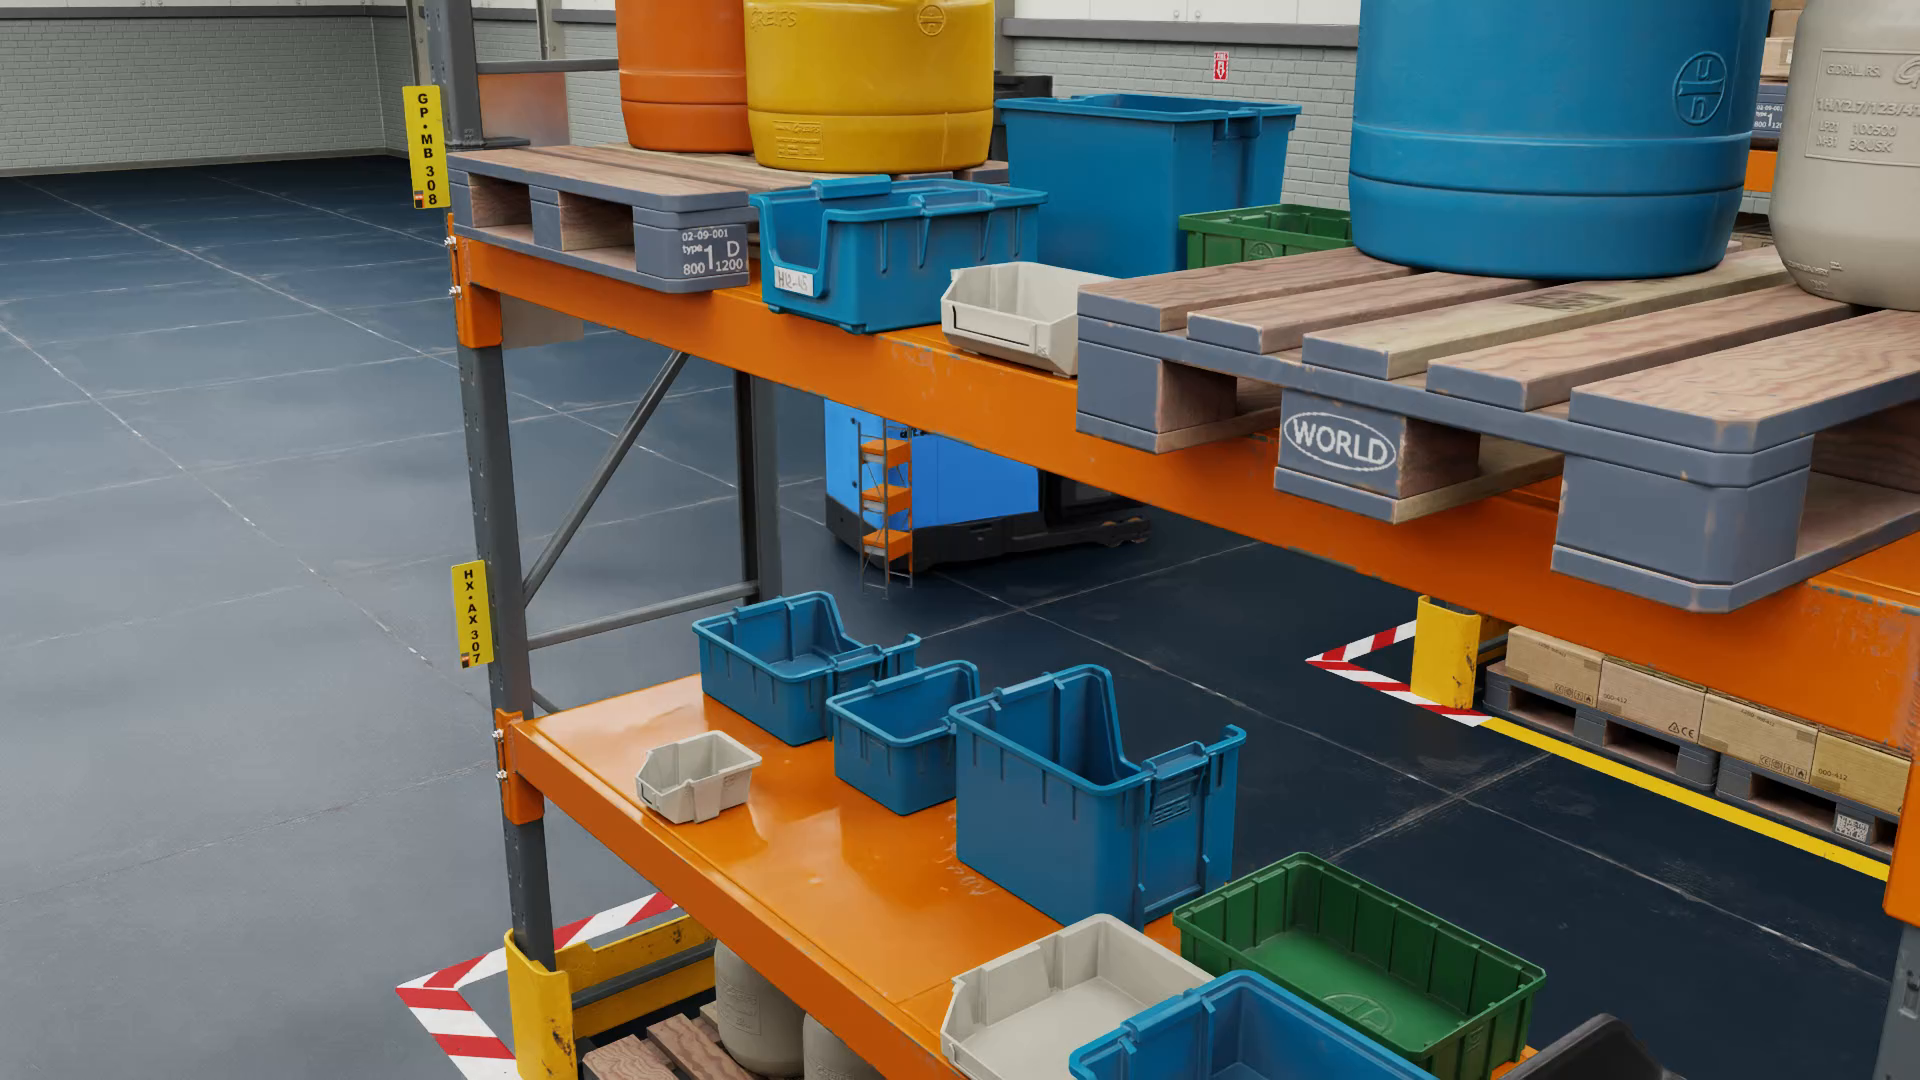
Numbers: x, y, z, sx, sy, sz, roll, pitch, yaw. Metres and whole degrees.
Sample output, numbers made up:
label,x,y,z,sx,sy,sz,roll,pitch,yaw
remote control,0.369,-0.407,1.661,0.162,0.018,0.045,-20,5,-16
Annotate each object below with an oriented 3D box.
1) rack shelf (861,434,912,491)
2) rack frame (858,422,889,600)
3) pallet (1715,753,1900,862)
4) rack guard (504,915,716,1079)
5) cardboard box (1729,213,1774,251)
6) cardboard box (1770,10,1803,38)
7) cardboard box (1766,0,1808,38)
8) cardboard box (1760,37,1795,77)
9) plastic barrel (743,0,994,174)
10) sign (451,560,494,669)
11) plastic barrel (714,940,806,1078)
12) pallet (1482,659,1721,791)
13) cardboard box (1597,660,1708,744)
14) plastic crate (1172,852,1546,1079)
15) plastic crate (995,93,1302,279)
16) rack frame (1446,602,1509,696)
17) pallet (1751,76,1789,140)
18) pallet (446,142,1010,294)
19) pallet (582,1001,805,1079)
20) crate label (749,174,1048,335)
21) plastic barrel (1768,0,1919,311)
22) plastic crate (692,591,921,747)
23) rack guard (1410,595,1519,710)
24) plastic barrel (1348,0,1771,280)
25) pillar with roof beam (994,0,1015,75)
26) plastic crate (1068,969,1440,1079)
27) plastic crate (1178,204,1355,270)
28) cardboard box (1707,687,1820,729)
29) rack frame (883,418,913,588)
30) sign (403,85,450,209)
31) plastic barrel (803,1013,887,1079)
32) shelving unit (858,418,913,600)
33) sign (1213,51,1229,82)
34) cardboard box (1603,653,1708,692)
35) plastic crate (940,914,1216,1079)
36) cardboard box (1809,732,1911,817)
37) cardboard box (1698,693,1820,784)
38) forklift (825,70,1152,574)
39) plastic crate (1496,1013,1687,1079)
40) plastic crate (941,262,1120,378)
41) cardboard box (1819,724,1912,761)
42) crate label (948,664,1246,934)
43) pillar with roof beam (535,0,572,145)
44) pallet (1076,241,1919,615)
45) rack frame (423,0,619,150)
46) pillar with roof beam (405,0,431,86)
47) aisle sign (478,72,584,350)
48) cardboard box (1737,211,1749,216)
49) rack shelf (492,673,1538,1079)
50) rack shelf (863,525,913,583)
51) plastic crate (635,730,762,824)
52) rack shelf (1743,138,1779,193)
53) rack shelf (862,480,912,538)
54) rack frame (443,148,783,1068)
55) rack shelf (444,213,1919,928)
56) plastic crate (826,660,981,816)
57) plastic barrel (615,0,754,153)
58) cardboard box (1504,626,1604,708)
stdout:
label,x,y,z,sx,sy,sz,roll,pitch,yaw
rack shelf,-0.437,-0.452,9.689,0.215,0.259,0.240,12,22,32
rack frame,-0.504,-0.161,9.679,0.200,1.050,0.008,12,22,32
pallet,4.122,1.087,7.244,1.003,0.211,1.213,-14,23,-36
rack guard,-0.940,1.444,5.705,1.175,0.500,0.348,-14,23,-36
cardboard box,3.505,-1.122,7.256,0.700,0.500,0.500,-15,23,-38
cardboard box,3.783,-2.104,7.020,0.500,0.250,0.500,-14,23,-36
cardboard box,3.215,-2.314,7.252,0.797,0.503,0.637,-12,22,-32
cardboard box,3.454,-1.964,6.758,0.380,0.149,0.250,-14,23,-36
plastic barrel,-0.216,-1.208,4.000,0.600,0.588,0.600,0,18,0
sign,-1.458,0.223,4.976,0.100,0.325,0.005,-14,23,-36
plastic barrel,-0.555,1.377,5.221,0.421,0.512,0.421,0,18,0
pallet,3.369,0.786,8.152,1.003,0.211,1.213,-14,23,-36
cardboard box,3.333,0.686,7.724,0.500,0.250,0.500,-14,23,-36
plastic crate,0.838,0.945,3.574,0.450,0.188,0.662,-14,23,-36
plastic crate,0.396,-0.757,3.630,0.392,0.384,0.575,-14,23,-36
rack frame,2.861,-0.718,8.258,1.000,3.000,0.127,-14,23,-36
pallet,3.280,-1.920,7.259,1.003,0.211,1.213,-14,23,-36
pallet,-0.587,-0.863,4.226,1.003,0.211,1.213,-14,23,-36
pallet,-0.439,1.783,5.143,1.003,0.211,1.213,-14,23,-36
crate label,-0.121,-0.579,3.305,0.502,0.251,0.408,-14,23,-36
plastic barrel,1.346,-0.587,2.245,0.421,0.512,0.421,0,18,0
plastic crate,-0.478,0.384,5.168,0.499,0.251,0.616,-14,23,-36
rack guard,2.847,0.463,8.669,1.175,0.500,0.348,-14,23,-36
plastic barrel,0.926,-0.894,2.552,0.600,0.901,0.708,-14,23,-36
pillar with roof beam,-2.970,-6.646,16.619,9.100,9.000,0.400,-14,23,-36
plastic crate,0.560,1.085,3.051,0.499,0.251,0.616,-14,23,-36
plastic crate,0.694,-0.531,3.261,0.336,0.188,0.450,-14,23,-36
cardboard box,3.653,0.451,7.240,0.500,0.500,0.500,-14,23,-36
rack frame,-0.369,-0.225,9.872,0.200,1.050,0.008,12,22,32
sign,-1.458,-1.074,4.547,0.100,0.325,0.005,-14,23,-36
plastic barrel,-0.244,1.501,4.848,0.421,0.512,0.421,0,18,0
shelving unit,-0.437,-0.193,9.775,0.215,1.050,0.252,12,22,32
sign,2.698,-4.898,17.196,0.001,0.298,0.199,-14,23,-36
cardboard box,3.332,0.331,7.605,0.500,0.500,0.500,-14,23,-36
plastic crate,0.253,1.008,3.465,0.530,0.136,0.437,-14,23,-36
cardboard box,3.950,0.934,6.977,0.500,0.250,0.500,-14,23,-36
cardboard box,3.643,0.810,7.352,0.500,0.250,0.500,-14,23,-36
forklift,0.681,-1.484,10.680,3.031,2.935,1.130,-8,20,-24
plastic crate,1.234,1.110,2.839,0.767,0.338,0.504,-14,23,-36
plastic crate,0.146,-0.382,2.890,0.243,0.136,0.396,-14,23,-36
cardboard box,3.949,0.578,6.858,0.500,0.500,0.500,-14,23,-36
crate label,0.331,0.632,4.125,0.502,0.435,0.616,-14,23,-36
pillar with roof beam,-10.421,-9.603,25.549,9.100,9.000,0.400,-14,23,-36
pallet,0.935,-0.259,2.402,1.213,0.211,1.003,-14,23,-36
rack frame,-1.024,-2.600,4.398,1.000,3.000,0.127,-14,23,-36
pillar with roof beam,-14.146,-11.082,30.014,9.100,9.000,0.400,-14,23,-36
aisle sign,-1.298,-0.946,4.813,0.394,0.787,0.004,-14,23,-36
cardboard box,3.174,-1.250,7.644,0.700,0.500,0.500,-14,23,-36
rack shelf,0.218,1.083,3.966,1.077,0.370,4.000,-14,23,-36
rack shelf,-0.437,0.081,9.866,0.215,0.259,0.240,12,22,32
plastic crate,-0.720,0.657,4.527,0.298,0.136,0.250,-14,23,-36
rack shelf,4.103,-1.307,6.411,1.077,0.370,4.000,-14,23,-36
rack shelf,-0.437,-0.183,9.779,0.215,0.259,0.240,12,22,32
rack frame,-1.024,0.248,5.341,1.000,3.000,0.127,-14,23,-36
rack shelf,0.218,-0.341,3.494,1.077,0.370,4.000,-14,23,-36
plastic crate,-0.080,0.545,4.682,0.499,0.251,0.408,-14,23,-36
plastic barrel,-0.622,-1.484,4.449,0.600,0.830,0.708,-14,23,-36
cardboard box,3.020,0.564,8.094,0.500,0.250,0.500,-14,23,-36
